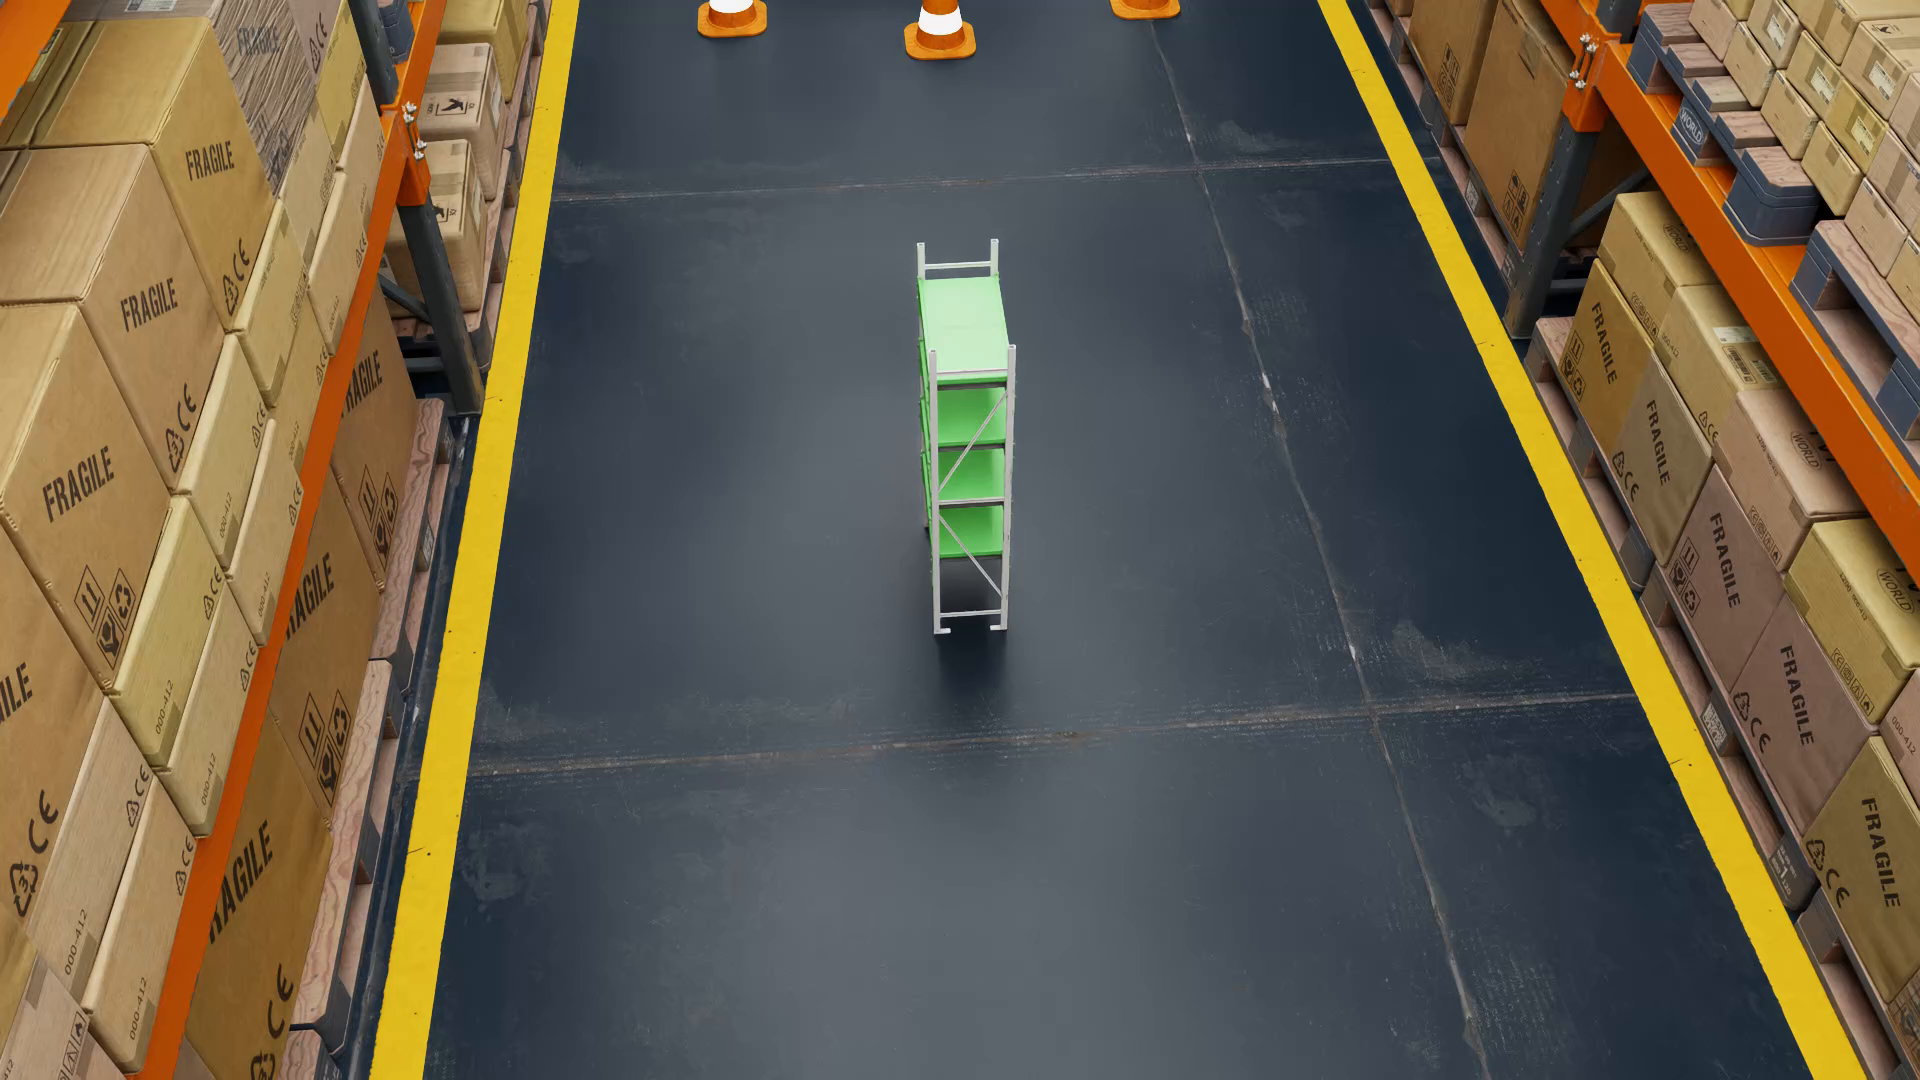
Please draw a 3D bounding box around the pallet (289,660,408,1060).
[{"bbox_3d":[-2.192,0.908,4.745,1.003,0.211,1.213,-3,47,-3],"label":"pallet"}]

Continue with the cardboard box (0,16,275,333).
[{"bbox_3d":[-1.892,-0.796,3.681,0.500,0.500,0.500,-3,47,-3],"label":"cardboard box"}]

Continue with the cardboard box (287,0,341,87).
[{"bbox_3d":[-1.978,-1.527,4.372,0.500,0.500,0.500,-5,47,-4],"label":"cardboard box"}]

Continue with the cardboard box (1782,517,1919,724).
[{"bbox_3d":[2.575,0.193,4.417,0.500,0.250,0.500,-5,47,-5],"label":"cardboard box"}]

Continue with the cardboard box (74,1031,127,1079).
[{"bbox_3d":[-1.721,1.105,2.741,0.500,0.250,0.500,-4,47,-4],"label":"cardboard box"}]

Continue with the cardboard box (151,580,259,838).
[{"bbox_3d":[-1.793,0.358,3.448,0.500,0.250,0.500,-4,47,-4],"label":"cardboard box"}]

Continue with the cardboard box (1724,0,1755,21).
[{"bbox_3d":[2.483,-1.679,4.953,0.380,0.149,0.250,-2,47,-2],"label":"cardboard box"}]

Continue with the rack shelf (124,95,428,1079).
[{"bbox_3d":[-2.114,0.188,4.002,1.077,0.370,4.000,-3,47,-3],"label":"rack shelf"}]

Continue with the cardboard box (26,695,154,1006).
[{"bbox_3d":[-1.774,0.556,2.916,0.500,0.250,0.500,-3,47,-3],"label":"cardboard box"}]

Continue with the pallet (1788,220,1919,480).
[{"bbox_3d":[2.849,-0.385,4.181,1.003,0.211,1.213,-3,47,-3],"label":"pallet"}]

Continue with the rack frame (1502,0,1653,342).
[{"bbox_3d":[2.642,-1.881,5.465,1.000,3.000,0.127,-3,47,-3],"label":"rack frame"}]

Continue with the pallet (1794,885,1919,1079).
[{"bbox_3d":[2.911,1.409,4.270,1.003,0.211,1.213,-3,47,-3],"label":"pallet"}]

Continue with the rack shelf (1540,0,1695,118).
[{"bbox_3d":[2.475,-3.080,7.097,1.077,0.370,4.000,-3,47,-3],"label":"rack shelf"}]

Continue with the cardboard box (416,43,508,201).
[{"bbox_3d":[-2.389,-1.690,6.806,0.950,0.372,0.625,-4,47,-4],"label":"cardboard box"}]

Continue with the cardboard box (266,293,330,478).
[{"bbox_3d":[-1.896,-0.371,4.139,0.500,0.250,0.500,-4,47,-4],"label":"cardboard box"}]

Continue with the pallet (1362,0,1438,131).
[{"bbox_3d":[2.553,-2.377,7.856,1.003,0.211,1.213,-3,47,-3],"label":"pallet"}]

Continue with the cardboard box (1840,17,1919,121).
[{"bbox_3d":[2.551,-1.233,4.326,0.380,0.149,0.250,-5,47,-5],"label":"cardboard box"}]

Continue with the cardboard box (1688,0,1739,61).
[{"bbox_3d":[2.479,-1.603,5.086,0.380,0.149,0.250,-4,47,-4],"label":"cardboard box"}]

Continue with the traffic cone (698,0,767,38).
[{"bbox_3d":[-1.118,-2.716,8.004,0.336,0.463,0.334,-3,47,-3],"label":"traffic cone"}]

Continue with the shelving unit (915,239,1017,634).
[{"bbox_3d":[0.014,-0.293,5.201,0.258,1.200,0.503,-3,47,-3],"label":"shelving unit"}]

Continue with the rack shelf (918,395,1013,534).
[{"bbox_3d":[0.014,-0.249,5.247,0.258,0.148,0.480,-3,47,-3],"label":"rack shelf"}]

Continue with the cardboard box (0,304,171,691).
[{"bbox_3d":[-1.807,-0.056,2.980,0.500,0.500,0.500,-5,47,-4],"label":"cardboard box"}]

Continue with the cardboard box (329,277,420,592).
[{"bbox_3d":[-2.307,-0.416,5.252,0.875,0.875,0.875,-4,47,-4],"label":"cardboard box"}]

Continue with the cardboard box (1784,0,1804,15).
[{"bbox_3d":[2.513,-1.603,4.676,0.380,0.149,0.250,-5,47,-4],"label":"cardboard box"}]

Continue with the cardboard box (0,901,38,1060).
[{"bbox_3d":[-1.697,0.673,2.289,0.500,0.500,0.500,-3,47,-3],"label":"cardboard box"}]

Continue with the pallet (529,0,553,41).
[{"bbox_3d":[-2.550,-2.879,8.331,1.003,0.211,1.213,-3,47,-3],"label":"pallet"}]

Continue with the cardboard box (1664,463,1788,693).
[{"bbox_3d":[2.541,0.096,5.025,0.500,0.500,0.500,-5,47,-4],"label":"cardboard box"}]

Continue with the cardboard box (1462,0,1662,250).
[{"bbox_3d":[2.681,-1.698,6.552,1.050,0.750,0.750,-4,47,-4],"label":"cardboard box"}]

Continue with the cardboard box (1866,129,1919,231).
[{"bbox_3d":[2.575,-0.927,4.241,0.380,0.149,0.250,-3,47,-3],"label":"cardboard box"}]

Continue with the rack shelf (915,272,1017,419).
[{"bbox_3d":[0.014,-0.579,4.899,0.258,0.148,0.480,-3,47,-3],"label":"rack shelf"}]

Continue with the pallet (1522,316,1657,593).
[{"bbox_3d":[2.706,-0.356,5.942,1.003,0.211,1.213,-3,47,-3],"label":"pallet"}]

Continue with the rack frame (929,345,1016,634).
[{"bbox_3d":[0.034,-0.116,5.034,0.240,1.200,0.015,-3,47,-3],"label":"rack frame"}]

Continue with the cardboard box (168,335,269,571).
[{"bbox_3d":[-1.834,-0.176,3.610,0.500,0.250,0.500,-5,47,-4],"label":"cardboard box"}]

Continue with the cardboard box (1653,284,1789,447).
[{"bbox_3d":[2.501,-0.543,5.114,0.500,0.250,0.500,-4,47,-4],"label":"cardboard box"}]

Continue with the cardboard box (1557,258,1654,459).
[{"bbox_3d":[2.448,-0.638,5.721,0.500,0.500,0.500,-5,47,-5],"label":"cardboard box"}]

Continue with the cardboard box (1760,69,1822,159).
[{"bbox_3d":[2.524,-1.213,4.717,0.380,0.149,0.250,-1,47,-1],"label":"cardboard box"}]

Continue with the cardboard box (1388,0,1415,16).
[{"bbox_3d":[2.526,-3.004,7.789,1.050,0.750,0.750,-3,47,-3],"label":"cardboard box"}]

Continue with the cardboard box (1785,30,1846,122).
[{"bbox_3d":[2.533,-1.290,4.585,0.380,0.149,0.250,-5,47,-5],"label":"cardboard box"}]

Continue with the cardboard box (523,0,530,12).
[{"bbox_3d":[-2.507,-2.742,7.802,0.950,0.372,0.625,-1,47,-1],"label":"cardboard box"}]

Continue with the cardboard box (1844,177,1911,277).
[{"bbox_3d":[2.573,-0.826,4.350,0.380,0.149,0.250,-2,47,-2],"label":"cardboard box"}]

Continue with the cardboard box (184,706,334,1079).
[{"bbox_3d":[-2.162,0.877,4.028,0.875,0.875,0.875,-2,47,-2],"label":"cardboard box"}]

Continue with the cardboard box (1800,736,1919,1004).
[{"bbox_3d":[2.622,0.837,4.324,0.500,0.500,0.500,-4,47,-4],"label":"cardboard box"}]

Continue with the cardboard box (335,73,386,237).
[{"bbox_3d":[-1.981,-1.105,4.834,0.500,0.250,0.500,-5,47,-5],"label":"cardboard box"}]

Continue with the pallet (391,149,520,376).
[{"bbox_3d":[-2.346,-1.113,6.659,1.003,0.211,1.213,-3,47,-3],"label":"pallet"}]

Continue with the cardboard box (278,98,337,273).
[{"bbox_3d":[-1.941,-0.921,4.316,0.500,0.250,0.500,-5,47,-4],"label":"cardboard box"}]
